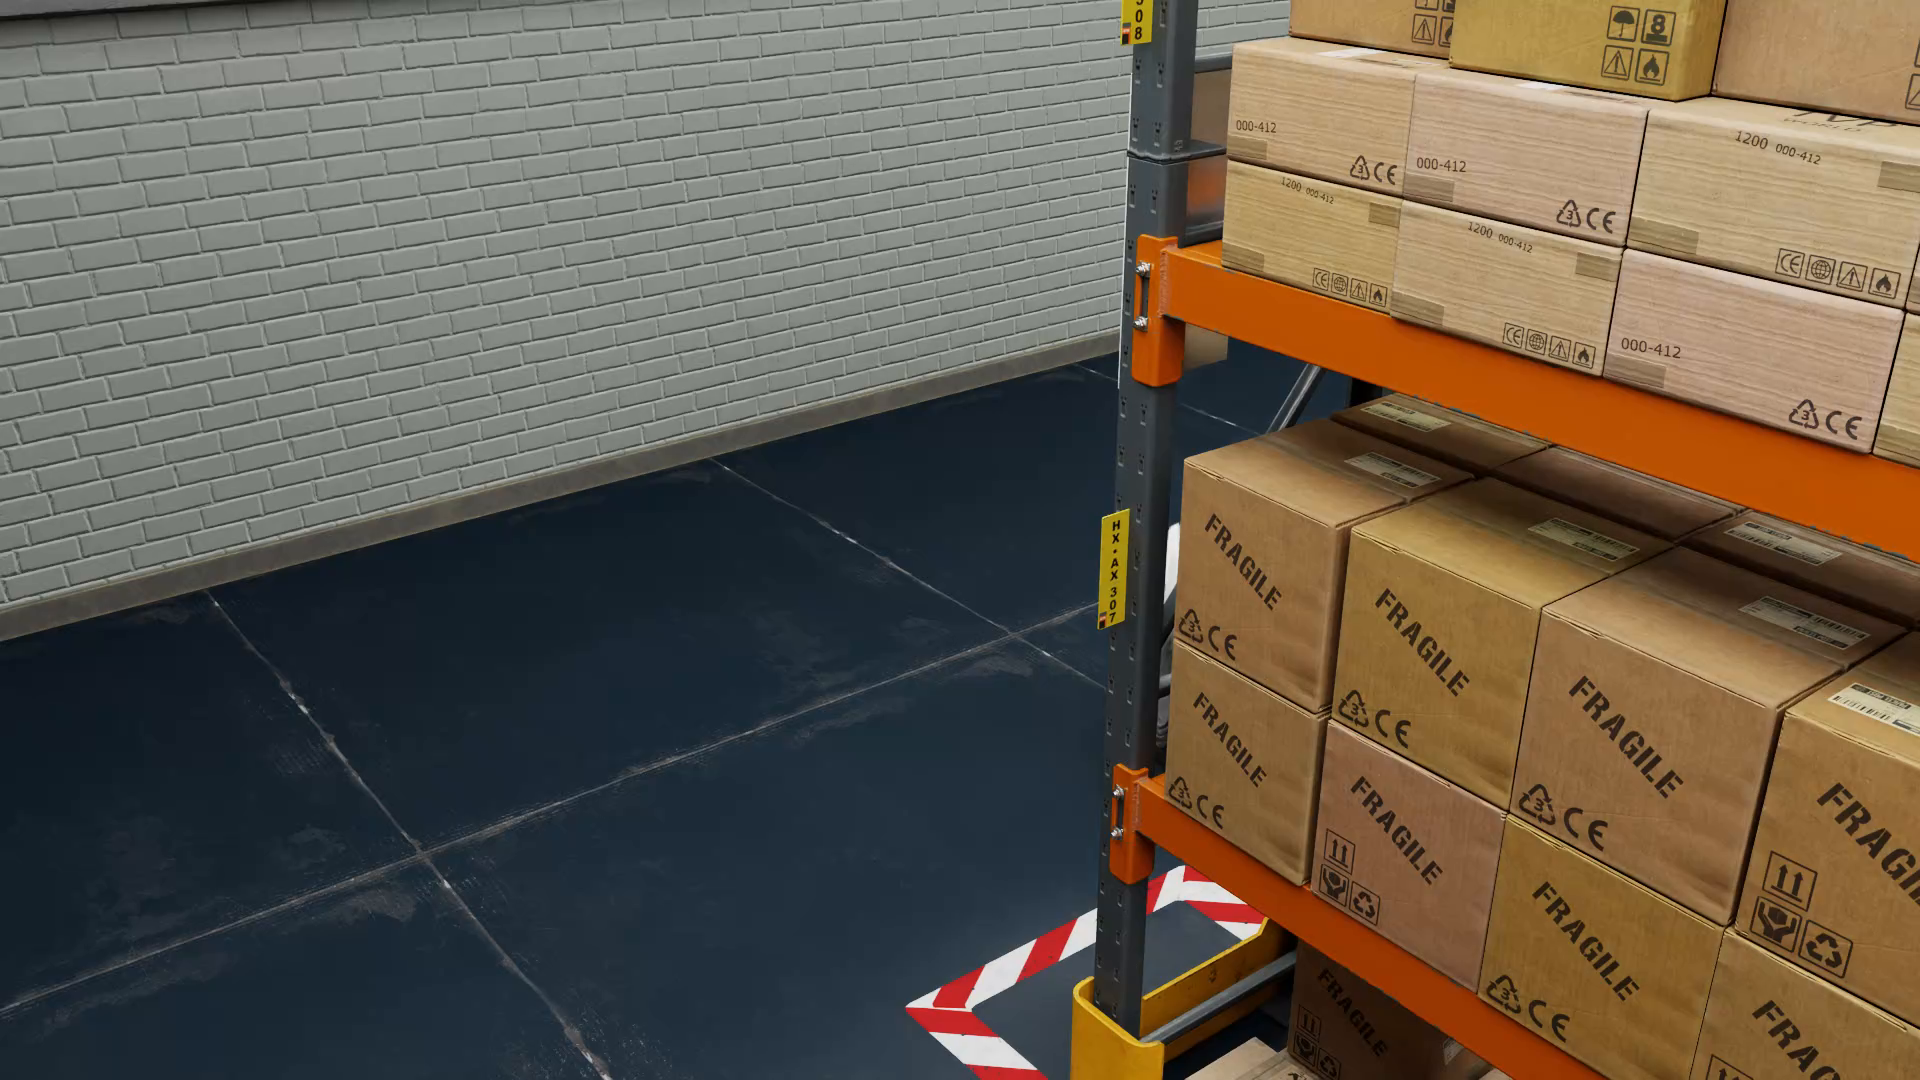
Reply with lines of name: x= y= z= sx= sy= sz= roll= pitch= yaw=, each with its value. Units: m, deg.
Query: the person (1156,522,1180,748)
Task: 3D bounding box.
person: x=1.119 y=0.354 z=7.096 sx=0.994 sy=1.112 sz=0.487 roll=-20 pitch=31 yaw=-36
